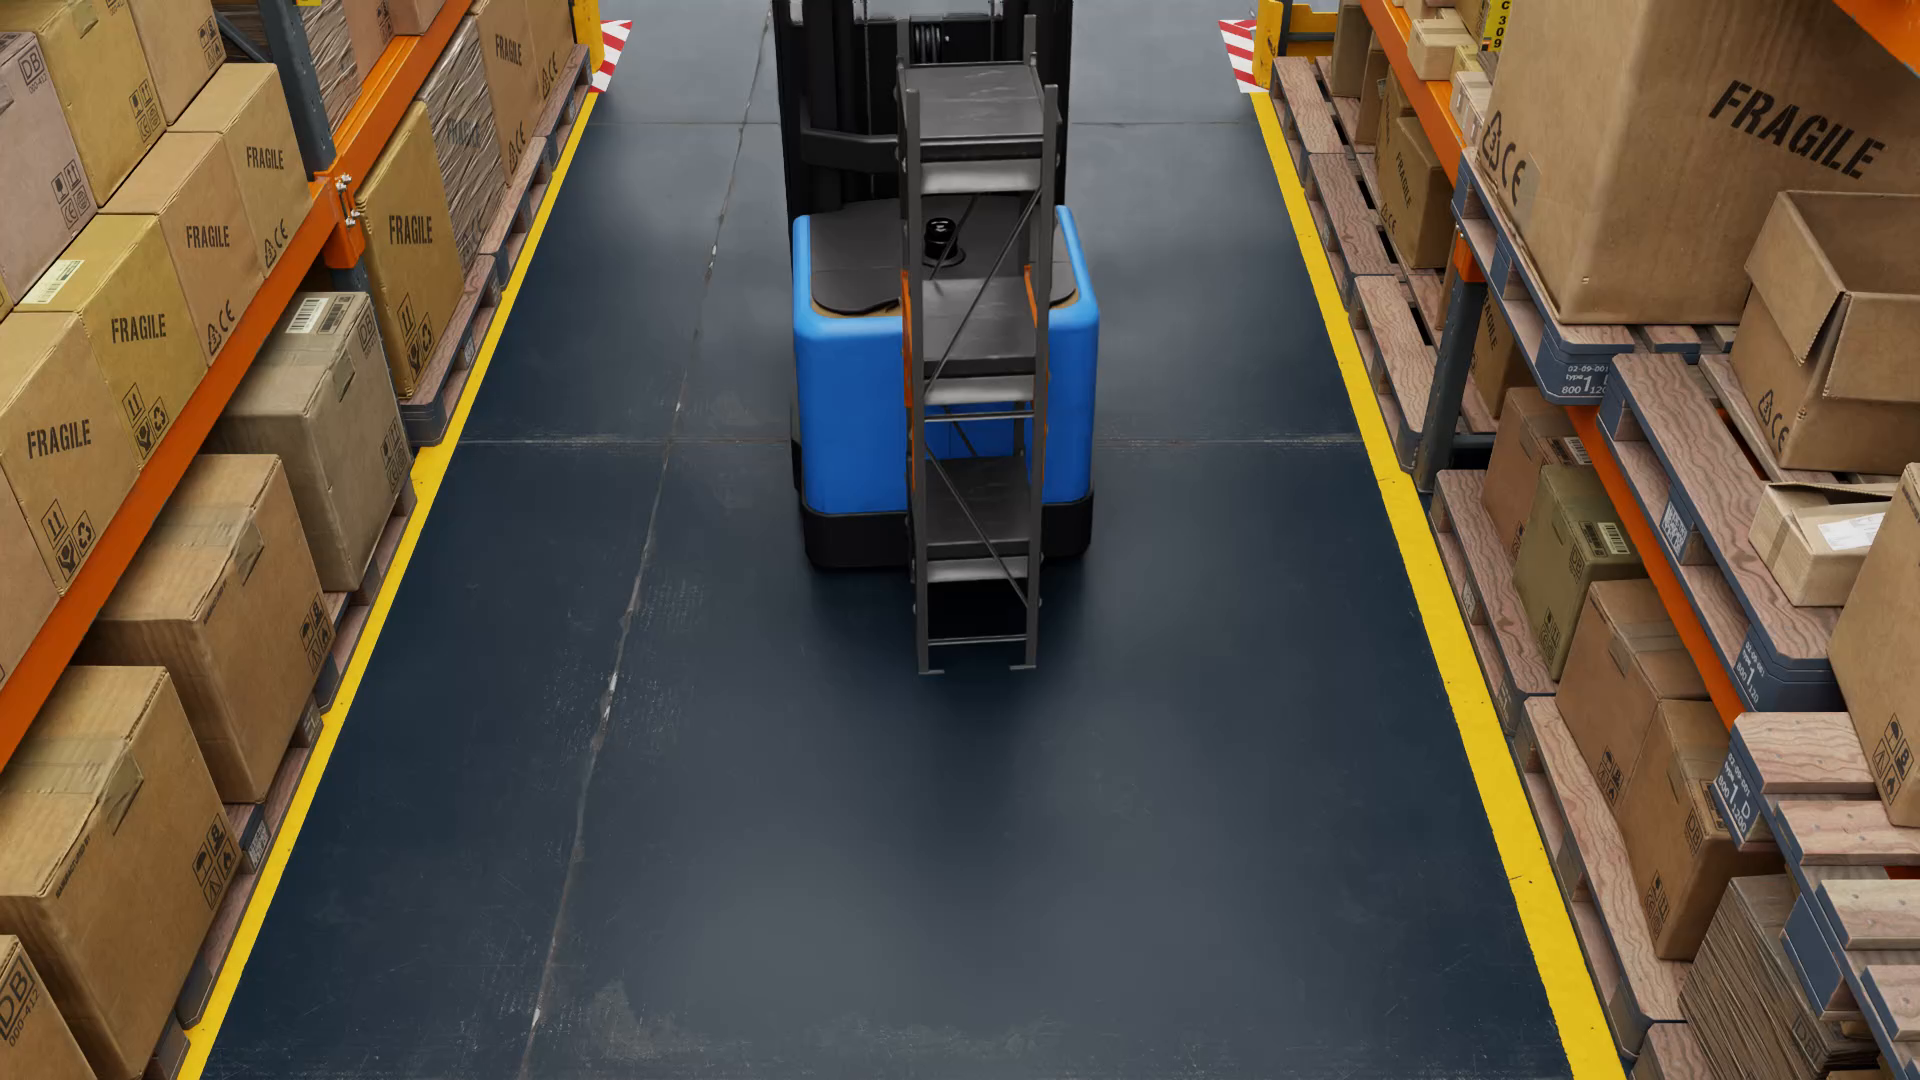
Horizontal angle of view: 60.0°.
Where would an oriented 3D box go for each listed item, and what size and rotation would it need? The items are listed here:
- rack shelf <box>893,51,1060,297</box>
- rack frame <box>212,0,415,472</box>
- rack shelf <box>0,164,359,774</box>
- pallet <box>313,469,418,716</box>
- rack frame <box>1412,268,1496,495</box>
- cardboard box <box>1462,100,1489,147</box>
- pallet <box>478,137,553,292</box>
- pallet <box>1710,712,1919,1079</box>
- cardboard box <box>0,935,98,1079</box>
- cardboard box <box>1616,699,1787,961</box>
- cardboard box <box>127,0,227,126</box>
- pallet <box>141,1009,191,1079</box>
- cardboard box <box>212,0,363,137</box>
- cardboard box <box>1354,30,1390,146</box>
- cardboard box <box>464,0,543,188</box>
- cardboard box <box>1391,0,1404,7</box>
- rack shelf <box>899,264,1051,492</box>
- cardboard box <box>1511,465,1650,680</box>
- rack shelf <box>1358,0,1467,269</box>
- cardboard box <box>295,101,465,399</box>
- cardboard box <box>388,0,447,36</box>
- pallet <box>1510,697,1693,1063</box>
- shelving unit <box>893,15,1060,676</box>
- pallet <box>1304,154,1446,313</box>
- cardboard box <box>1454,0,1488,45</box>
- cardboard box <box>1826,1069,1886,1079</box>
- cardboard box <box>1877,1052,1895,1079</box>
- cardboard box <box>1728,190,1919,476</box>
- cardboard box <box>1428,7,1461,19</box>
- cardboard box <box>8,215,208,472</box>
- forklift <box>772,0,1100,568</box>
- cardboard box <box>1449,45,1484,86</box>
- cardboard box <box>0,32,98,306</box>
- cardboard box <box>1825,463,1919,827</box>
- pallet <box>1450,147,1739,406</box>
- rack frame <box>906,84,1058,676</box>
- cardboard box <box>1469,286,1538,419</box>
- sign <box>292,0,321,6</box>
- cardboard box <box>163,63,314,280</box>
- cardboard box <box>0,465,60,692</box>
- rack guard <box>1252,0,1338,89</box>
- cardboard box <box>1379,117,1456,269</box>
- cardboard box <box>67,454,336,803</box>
[{"bbox_3d":[0.039,-1.058,4.793,0.431,0.518,0.480,-3,39,-4],"label":"rack shelf"},{"bbox_3d":[-2.676,-1.444,5.654,1.000,3.000,0.127,0,39,0],"label":"rack frame"},{"bbox_3d":[-2.673,0.087,4.318,1.077,0.370,4.000,0,39,0],"label":"rack shelf"},{"bbox_3d":[-2.600,0.126,5.924,1.003,0.211,1.213,0,39,0],"label":"pallet"},{"bbox_3d":[2.284,-1.385,5.579,1.000,3.000,0.127,0,39,0],"label":"rack frame"},{"bbox_3d":[1.990,-1.421,5.825,0.380,0.149,0.250,0,39,0],"label":"cardboard box"},{"bbox_3d":[-2.603,-1.597,8.074,1.003,0.211,1.213,0,39,0],"label":"pallet"},{"bbox_3d":[2.182,0.746,3.074,1.213,0.211,1.003,0,39,0],"label":"pallet"},{"bbox_3d":[-2.582,1.390,3.580,1.050,0.750,0.750,-1,39,-1],"label":"cardboard box"},{"bbox_3d":[2.247,0.800,4.500,0.700,0.500,0.500,3,39,4],"label":"cardboard box"},{"bbox_3d":[-2.669,-1.563,4.922,0.700,0.500,0.500,-1,39,-1],"label":"cardboard box"},{"bbox_3d":[-2.597,1.652,4.020,1.003,0.211,1.213,0,39,0],"label":"pallet"},{"bbox_3d":[-2.688,-1.734,5.895,0.875,0.550,0.550,0,39,0],"label":"cardboard box"},{"bbox_3d":[2.299,-2.310,8.397,0.500,0.500,0.500,10,40,12],"label":"cardboard box"},{"bbox_3d":[-2.610,-2.306,8.092,0.875,0.875,0.875,-1,39,-1],"label":"cardboard box"},{"bbox_3d":[2.003,-2.359,6.996,0.380,0.149,0.250,0,39,0],"label":"cardboard box"},{"bbox_3d":[0.039,-0.511,5.231,0.431,0.518,0.480,-3,39,-4],"label":"rack shelf"},{"bbox_3d":[2.245,0.101,5.372,0.700,0.500,0.500,0,39,0],"label":"cardboard box"},{"bbox_3d":[2.282,-2.355,7.365,1.077,0.370,4.000,0,39,0],"label":"rack shelf"},{"bbox_3d":[-2.607,-1.172,6.678,0.875,0.875,0.875,1,39,1],"label":"cardboard box"},{"bbox_3d":[-2.594,-2.415,6.745,0.875,0.550,0.550,0,39,0],"label":"cardboard box"},{"bbox_3d":[2.291,0.955,4.889,1.003,0.211,1.213,0,39,0],"label":"pallet"},{"bbox_3d":[0.039,-0.522,5.222,0.431,2.100,0.503,-3,39,-4],"label":"shelving unit"},{"bbox_3d":[2.244,-1.481,7.930,1.003,0.211,1.213,0,39,0],"label":"pallet"},{"bbox_3d":[2.380,-2.134,6.196,0.875,0.500,0.500,0,39,0],"label":"cardboard box"},{"bbox_3d":[2.268,1.501,3.625,0.700,0.500,0.500,-2,39,-2],"label":"cardboard box"},{"bbox_3d":[2.258,1.209,3.390,0.500,0.250,0.500,1,39,2],"label":"cardboard box"},{"bbox_3d":[2.379,-0.505,4.063,0.797,0.503,0.637,4,39,5],"label":"cardboard box"},{"bbox_3d":[2.079,-2.046,6.606,0.380,0.149,0.250,0,39,0],"label":"cardboard box"},{"bbox_3d":[-2.407,-0.525,4.427,0.500,0.500,0.500,0,39,0],"label":"cardboard box"},{"bbox_3d":[-0.155,-1.950,6.339,1.130,2.935,3.031,-3,39,-4],"label":"forklift"},{"bbox_3d":[2.059,-1.734,6.216,0.380,0.149,0.250,0,39,0],"label":"cardboard box"},{"bbox_3d":[-2.666,-0.925,4.127,0.700,0.500,0.500,0,39,0],"label":"cardboard box"},{"bbox_3d":[2.148,0.227,3.152,0.700,0.500,0.500,5,39,7],"label":"cardboard box"},{"bbox_3d":[2.140,-0.832,5.043,1.003,0.211,1.213,0,39,0],"label":"pallet"},{"bbox_3d":[0.059,-0.370,5.033,0.400,2.100,0.015,-3,39,-4],"label":"rack frame"},{"bbox_3d":[2.324,-0.823,6.542,0.500,0.500,0.500,-1,39,-1],"label":"cardboard box"},{"bbox_3d":[-2.133,-1.872,5.324,0.100,0.325,0.005,0,39,0],"label":"sign"},{"bbox_3d":[-2.408,-1.157,5.215,0.500,0.500,0.500,0,39,0],"label":"cardboard box"},{"bbox_3d":[-2.405,0.104,3.642,0.500,0.500,0.500,0,39,0],"label":"cardboard box"},{"bbox_3d":[2.280,-2.863,9.423,1.175,0.500,0.348,0,39,0],"label":"rack guard"},{"bbox_3d":[2.236,-1.570,7.473,0.500,0.500,0.500,-3,39,-4],"label":"cardboard box"},{"bbox_3d":[-2.588,0.261,4.989,1.050,0.750,0.750,0,39,0],"label":"cardboard box"}]
